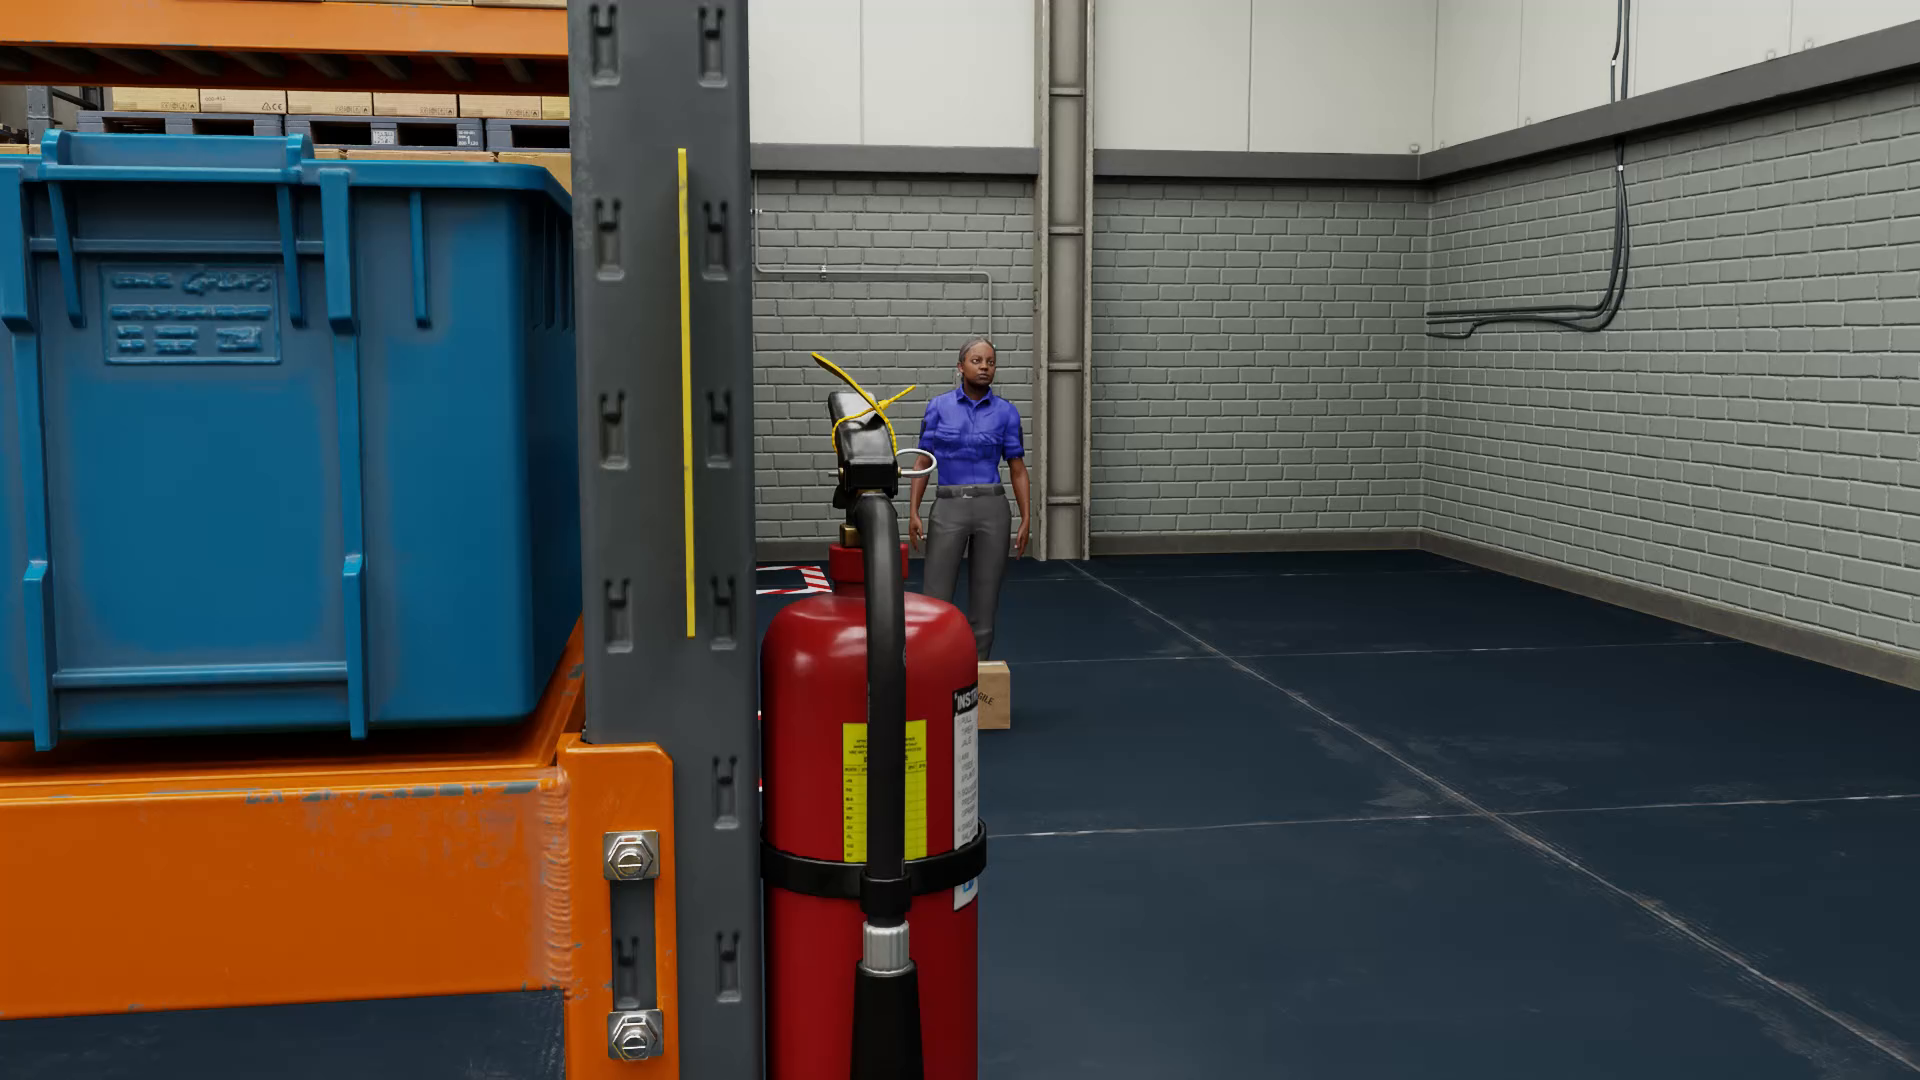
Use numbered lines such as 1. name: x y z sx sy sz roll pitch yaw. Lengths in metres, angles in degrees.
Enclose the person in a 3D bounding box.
1. person: 0.033 -0.057 7.283 0.570 1.656 0.502 0 7 -3
